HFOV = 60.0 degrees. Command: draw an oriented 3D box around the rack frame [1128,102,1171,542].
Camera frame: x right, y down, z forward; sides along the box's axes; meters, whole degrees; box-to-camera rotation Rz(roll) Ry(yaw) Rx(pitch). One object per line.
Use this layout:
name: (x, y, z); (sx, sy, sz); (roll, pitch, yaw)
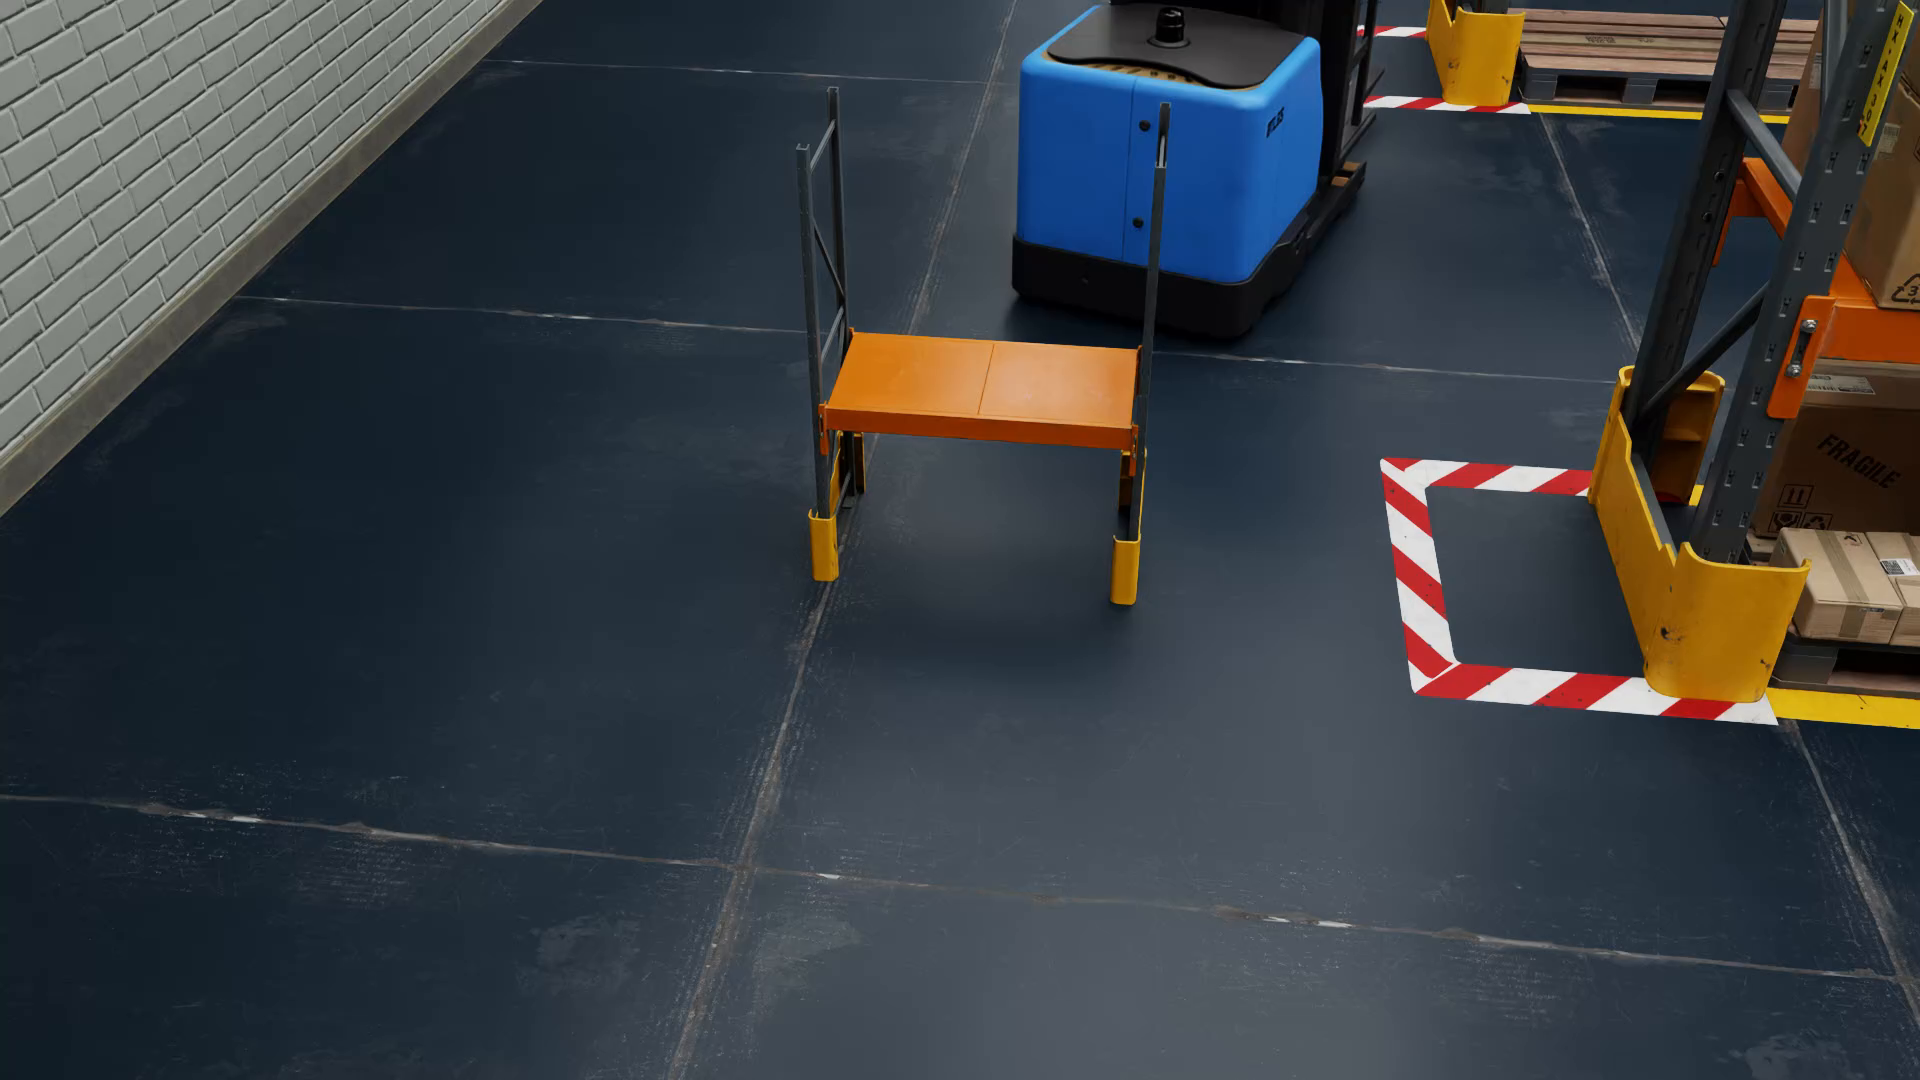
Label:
rack frame: (0.589, -0.567, 5.253); (0.032, 1.500, 0.500); (4, 36, 6)

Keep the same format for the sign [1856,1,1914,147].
sign: (2.214, -1.115, 3.985); (0.005, 0.325, 0.100); (4, 36, 6)

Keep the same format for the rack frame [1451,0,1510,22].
rack frame: (2.918, -3.929, 8.673); (0.127, 3.000, 1.000); (4, 36, 6)

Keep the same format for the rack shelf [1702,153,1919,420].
rack shelf: (4.267, -0.634, 4.676); (4.000, 0.370, 1.077); (4, 36, 6)

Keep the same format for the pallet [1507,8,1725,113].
pallet: (3.731, -2.711, 9.366); (1.213, 0.211, 1.003); (4, 36, 6)

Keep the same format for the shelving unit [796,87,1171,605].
shelving unit: (0.076, -0.605, 5.306); (1.083, 1.500, 0.587); (4, 36, 6)

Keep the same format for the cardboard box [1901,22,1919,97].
cardboard box: (2.690, -1.338, 4.096); (0.500, 0.500, 0.500); (5, 36, 7)

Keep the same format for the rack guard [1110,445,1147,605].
rack guard: (0.570, -0.059, 5.618); (0.087, 0.250, 0.587); (4, 36, 6)

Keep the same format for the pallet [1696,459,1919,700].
pallet: (3.149, 0.124, 5.395); (1.213, 0.211, 1.003); (4, 36, 6)

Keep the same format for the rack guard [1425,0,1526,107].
rack guard: (2.892, -2.906, 9.391); (0.348, 0.500, 1.175); (4, 36, 6)

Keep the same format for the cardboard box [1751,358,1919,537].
cardboard box: (2.854, -0.338, 5.415); (0.500, 0.500, 0.500); (4, 36, 6)

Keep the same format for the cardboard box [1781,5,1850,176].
cardboard box: (2.762, -1.240, 4.819); (0.500, 0.500, 0.500); (5, 36, 7)

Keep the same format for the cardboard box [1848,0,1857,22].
cardboard box: (2.759, -1.648, 4.531); (0.500, 0.500, 0.500); (4, 36, 6)

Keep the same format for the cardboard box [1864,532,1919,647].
cardboard box: (2.903, 0.147, 5.023); (0.250, 0.166, 0.380); (4, 36, 6)

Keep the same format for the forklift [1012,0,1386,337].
forklift: (1.321, -2.863, 7.238); (1.130, 2.935, 3.031); (16, 38, 21)

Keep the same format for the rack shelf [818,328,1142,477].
rack shelf: (0.085, -0.458, 5.410); (1.000, 0.185, 0.538); (4, 36, 6)

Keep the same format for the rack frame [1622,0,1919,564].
rack frame: (2.283, -1.075, 4.674); (0.127, 3.000, 1.000); (4, 36, 6)

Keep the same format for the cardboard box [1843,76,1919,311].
cardboard box: (2.690, -0.931, 4.386); (0.500, 0.500, 0.500); (5, 36, 7)

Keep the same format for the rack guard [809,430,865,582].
rack guard: (-0.418, -0.133, 5.721); (0.087, 0.250, 0.587); (4, 36, 6)

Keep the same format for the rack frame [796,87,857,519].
rack frame: (-0.420, -0.642, 5.358); (0.032, 1.500, 0.500); (4, 36, 6)

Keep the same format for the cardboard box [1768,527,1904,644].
cardboard box: (2.655, 0.135, 5.054); (0.250, 0.149, 0.380); (4, 36, 6)

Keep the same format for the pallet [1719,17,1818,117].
pallet: (4.937, -2.619, 9.238); (1.213, 0.211, 1.003); (4, 36, 6)

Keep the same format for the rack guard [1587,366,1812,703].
rack guard: (2.358, -0.052, 5.393); (0.348, 0.500, 1.175); (4, 36, 6)
